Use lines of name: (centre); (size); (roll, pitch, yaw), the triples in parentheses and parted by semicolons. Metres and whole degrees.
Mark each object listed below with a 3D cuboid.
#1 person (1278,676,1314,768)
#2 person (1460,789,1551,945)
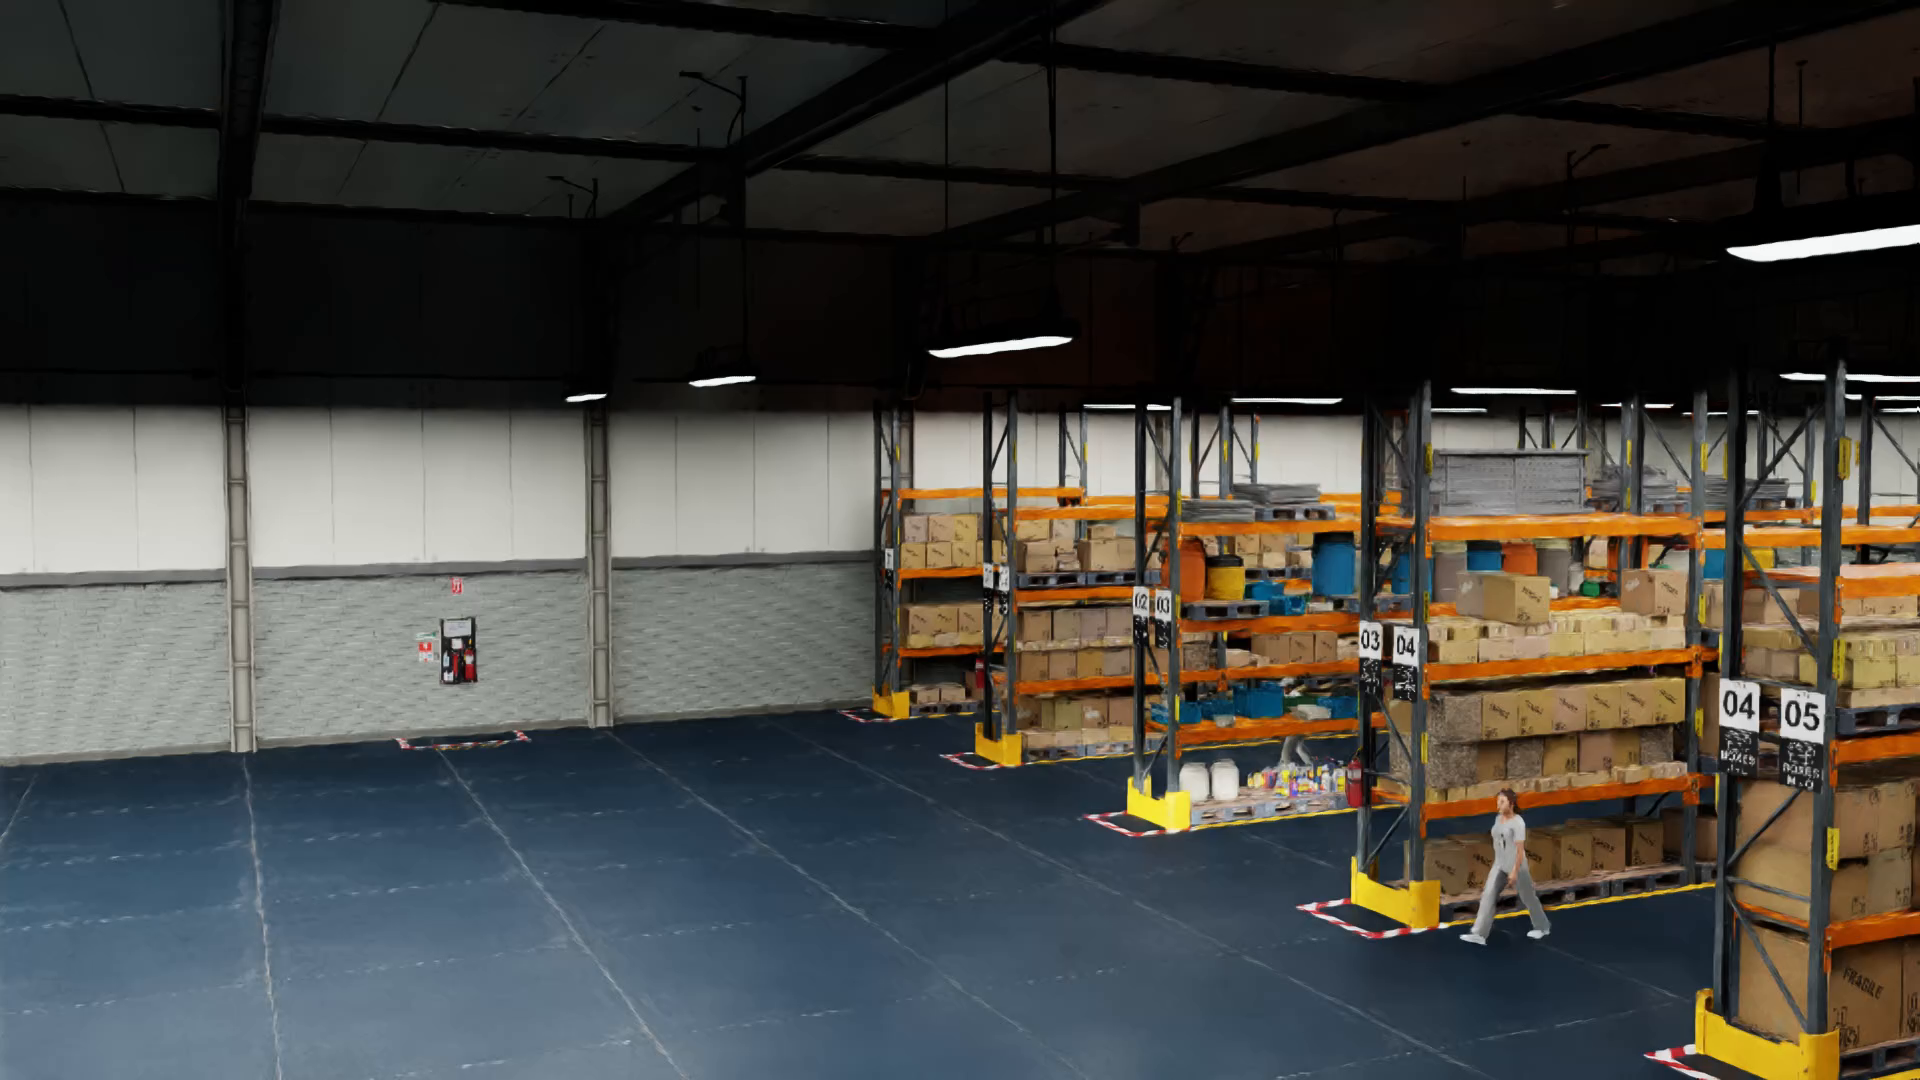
person: (5.085, 2.873, 25.547); (1.080, 1.583, 0.497); (-1, 4, -22)
person: (5.650, 3.361, 17.115); (1.055, 1.606, 0.453); (-2, 4, -26)
